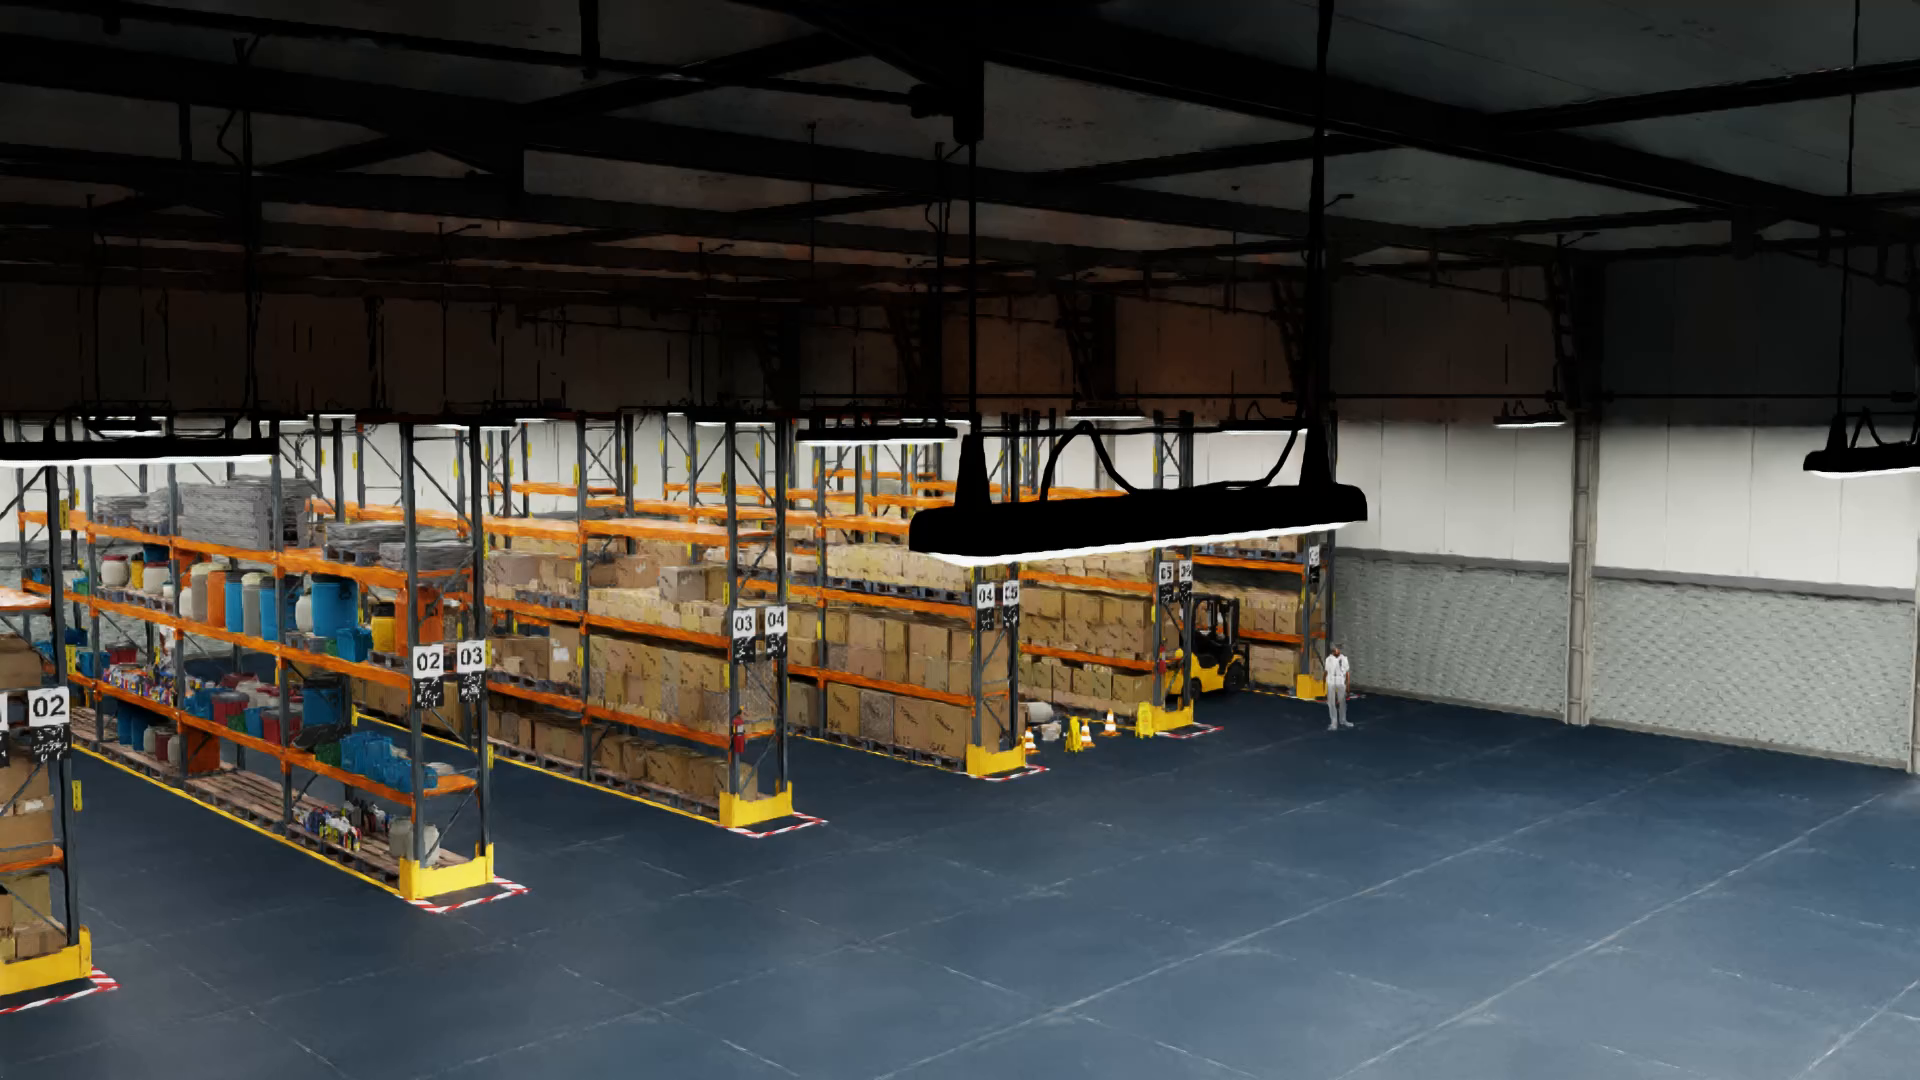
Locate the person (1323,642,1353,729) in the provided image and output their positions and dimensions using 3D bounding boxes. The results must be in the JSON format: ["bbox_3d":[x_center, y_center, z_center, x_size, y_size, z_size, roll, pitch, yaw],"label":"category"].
[{"bbox_3d":[7.218,2.755,31.740,0.567,1.665,0.514,2,5,21],"label":"person"}]

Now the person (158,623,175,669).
[{"bbox_3d":[-17.341,2.310,36.222,0.525,1.757,0.744,0,5,3],"label":"person"}]

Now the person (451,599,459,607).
[{"bbox_3d":[-12.029,1.977,39.845,0.576,1.764,0.775,-1,5,-8],"label":"person"}]
